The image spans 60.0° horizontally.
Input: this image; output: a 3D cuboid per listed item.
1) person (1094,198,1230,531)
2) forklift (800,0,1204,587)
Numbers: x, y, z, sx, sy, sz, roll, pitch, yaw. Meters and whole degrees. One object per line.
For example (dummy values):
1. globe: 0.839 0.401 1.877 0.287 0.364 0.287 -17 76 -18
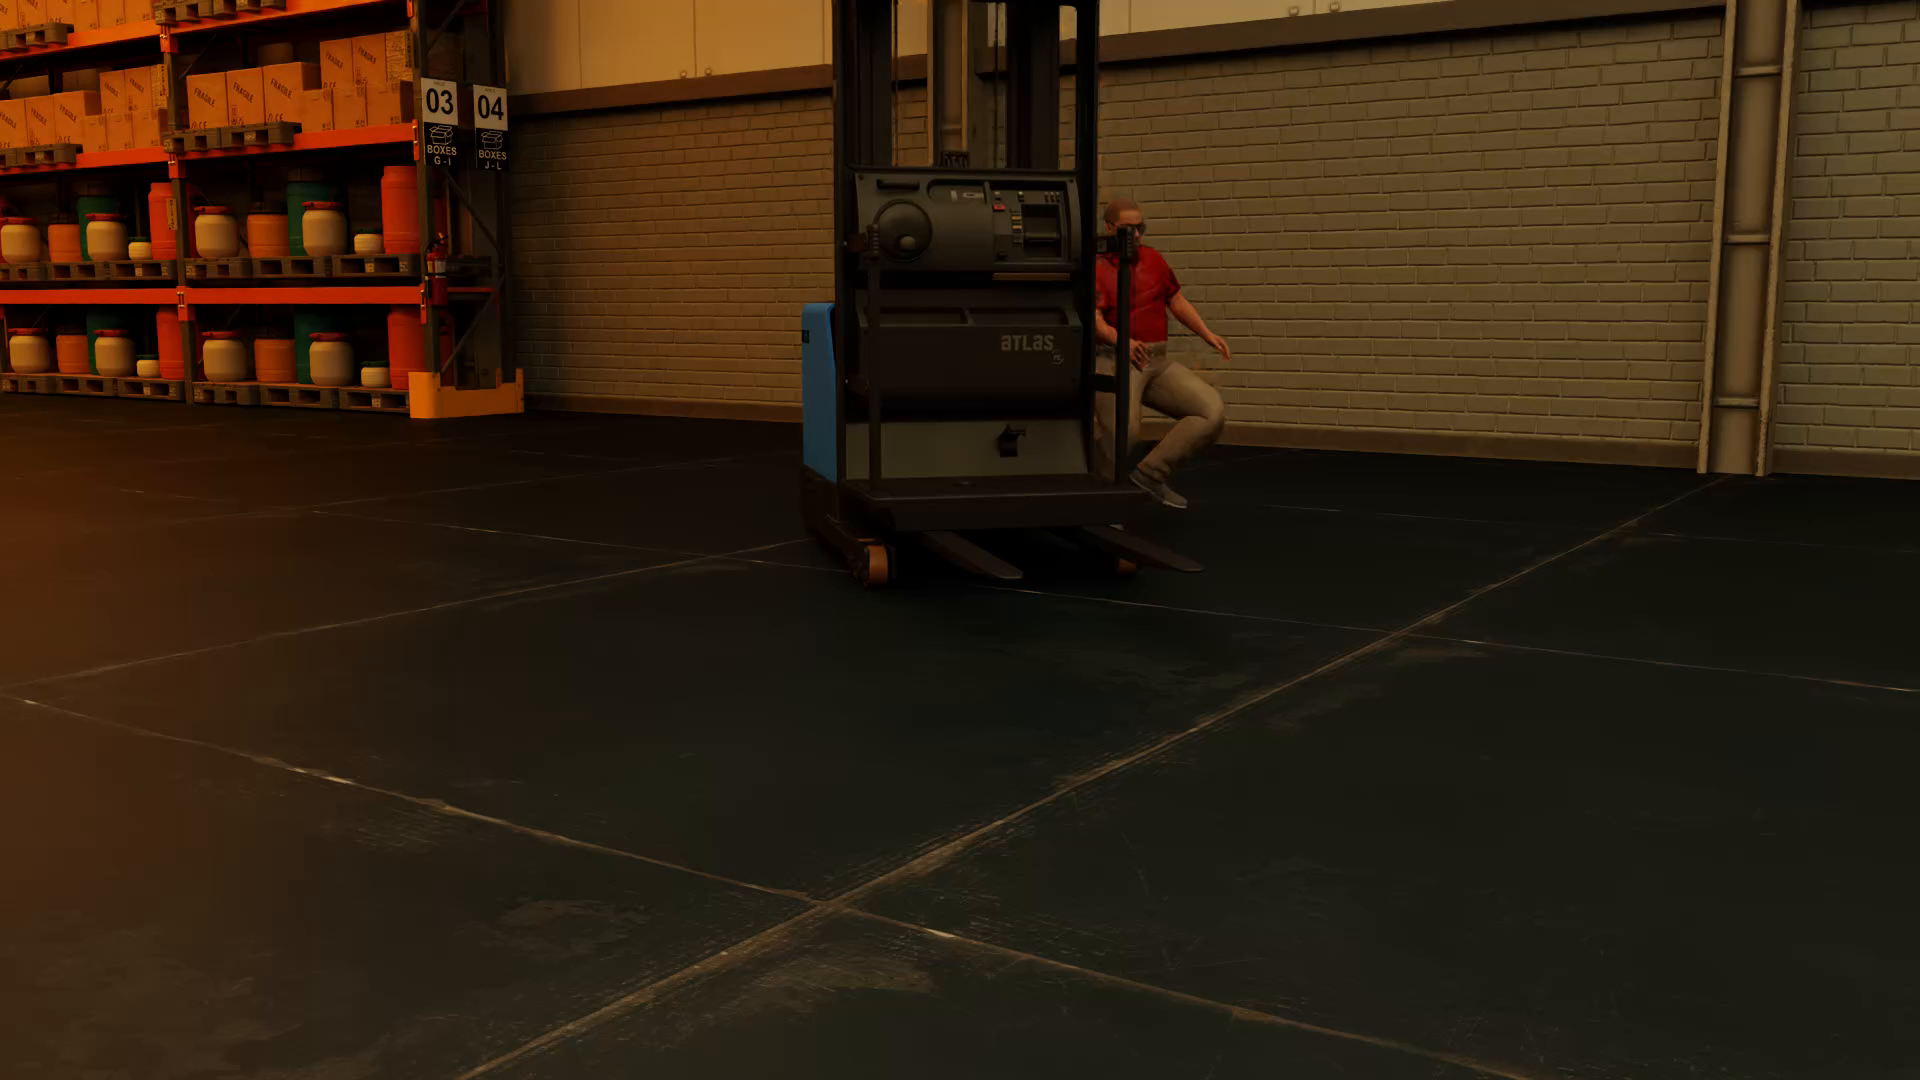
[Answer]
1. person: 0.915 -0.833 7.895 0.804 1.562 0.703 -5 10 -33
2. forklift: 0.091 -1.329 6.542 1.130 2.935 3.031 -2 8 -14
